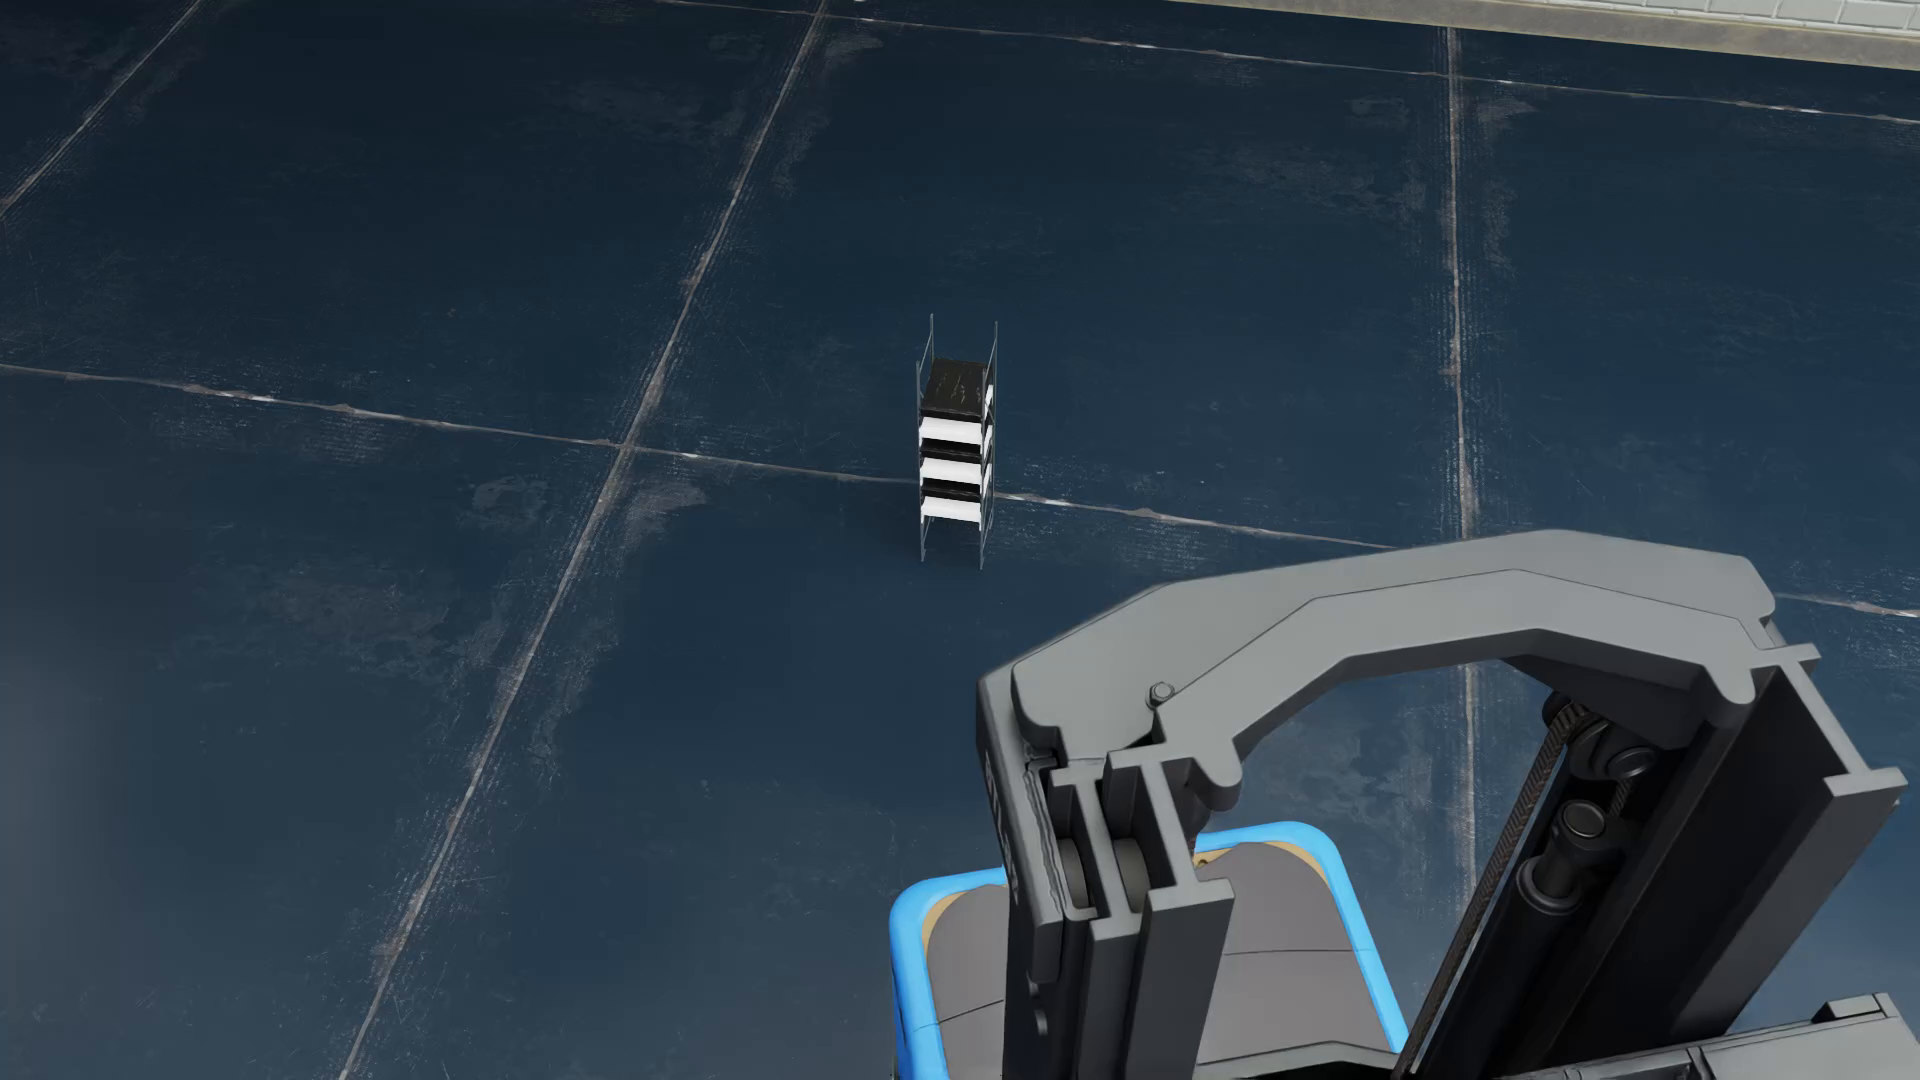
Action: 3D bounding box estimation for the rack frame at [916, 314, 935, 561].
[{"bbox_3d":[-0.108,-0.315,5.428,0.006,0.900,0.240,8,49,7],"label":"rack frame"}]

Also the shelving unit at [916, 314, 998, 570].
[{"bbox_3d":[-0.008,-0.302,5.416,0.210,0.900,0.258,8,49,7],"label":"shelving unit"}]

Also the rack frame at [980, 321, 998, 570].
[{"bbox_3d":[0.092,-0.288,5.404,0.006,0.900,0.240,8,49,7],"label":"rack frame"}]

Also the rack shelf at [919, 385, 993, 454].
[{"bbox_3d":[-0.008,-0.400,5.307,0.200,0.077,0.258,8,49,7],"label":"rack shelf"}]

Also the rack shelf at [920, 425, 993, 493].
[{"bbox_3d":[-0.008,-0.280,5.441,0.200,0.077,0.258,8,49,7],"label":"rack shelf"}]

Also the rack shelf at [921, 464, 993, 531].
[{"bbox_3d":[-0.008,-0.159,5.575,0.200,0.077,0.258,8,49,7],"label":"rack shelf"}]

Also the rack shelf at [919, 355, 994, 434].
[{"bbox_3d":[-0.008,-0.460,5.240,0.200,0.077,0.258,8,49,7],"label":"rack shelf"}]

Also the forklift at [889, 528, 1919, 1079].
[{"bbox_3d":[0.604,1.507,2.425,1.130,2.935,3.031,-8,49,-7],"label":"forklift"}]
